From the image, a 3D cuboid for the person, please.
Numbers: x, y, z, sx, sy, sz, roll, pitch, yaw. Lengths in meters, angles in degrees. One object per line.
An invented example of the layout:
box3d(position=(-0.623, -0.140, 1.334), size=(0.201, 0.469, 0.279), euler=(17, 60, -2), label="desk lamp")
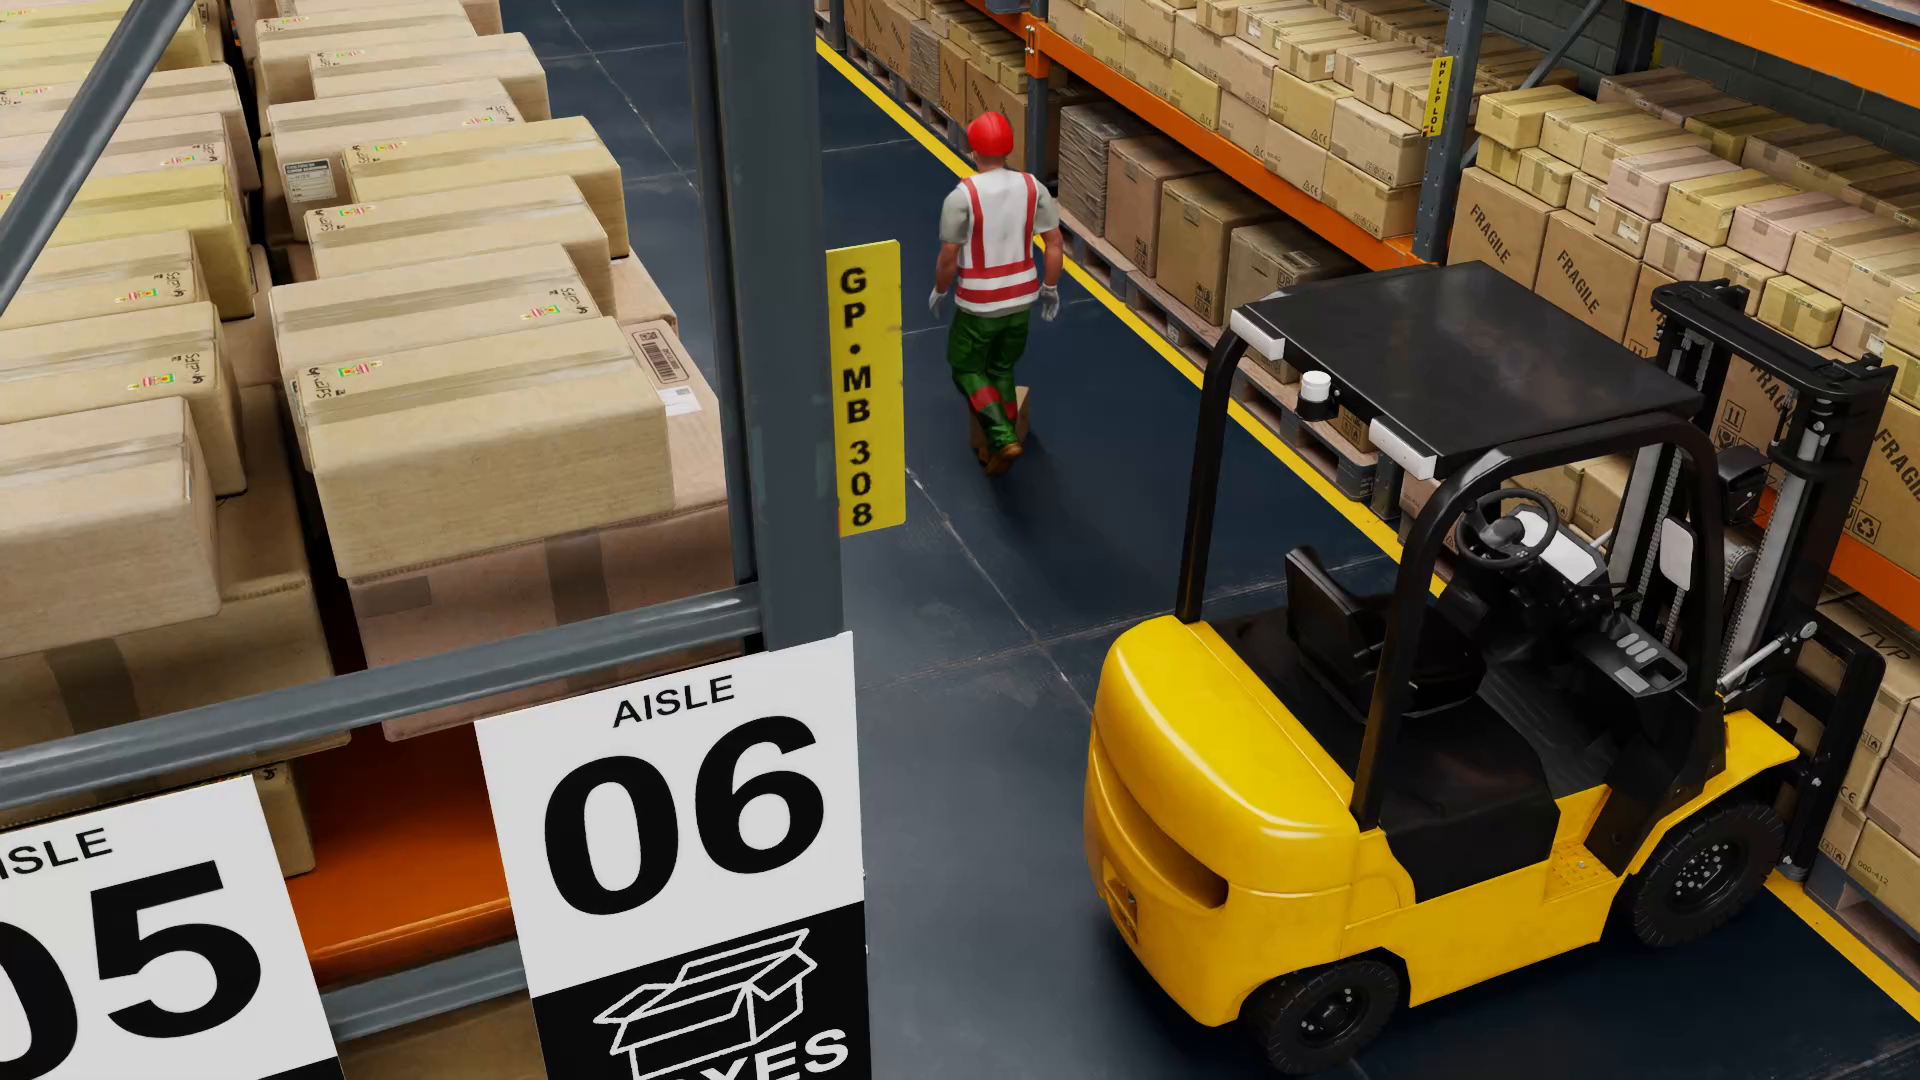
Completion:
box3d(position=(0.202, -1.086, 7.782), size=(0.610, 1.765, 0.645), euler=(-15, 36, -22), label="person")
